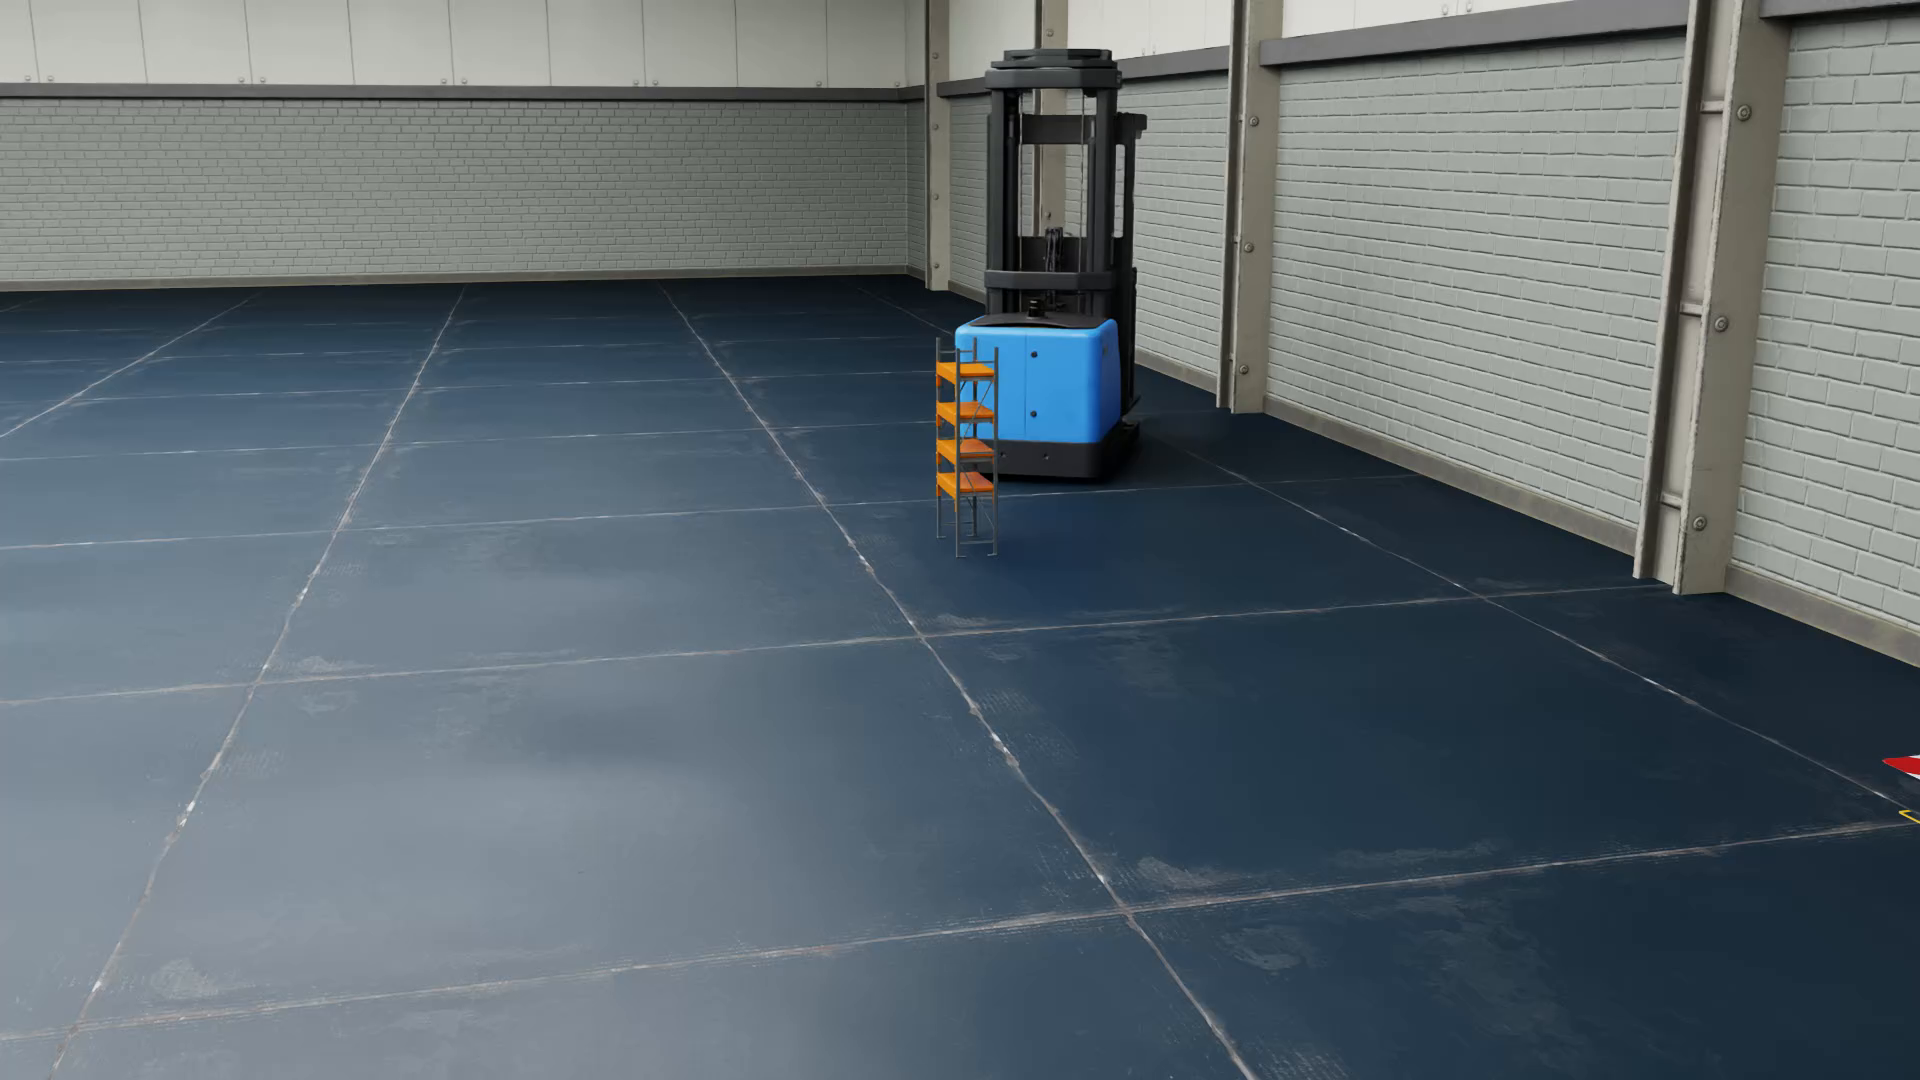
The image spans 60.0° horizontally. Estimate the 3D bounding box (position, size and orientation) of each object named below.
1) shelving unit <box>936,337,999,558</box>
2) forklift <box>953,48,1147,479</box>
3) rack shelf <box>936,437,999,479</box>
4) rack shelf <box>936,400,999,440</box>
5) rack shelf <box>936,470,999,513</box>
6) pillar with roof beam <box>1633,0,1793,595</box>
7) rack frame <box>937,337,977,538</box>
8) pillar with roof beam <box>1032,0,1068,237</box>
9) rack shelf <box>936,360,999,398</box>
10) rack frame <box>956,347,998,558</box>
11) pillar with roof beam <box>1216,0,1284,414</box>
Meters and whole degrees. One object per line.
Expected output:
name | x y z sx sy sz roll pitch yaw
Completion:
shelving unit | 0.039 -0.545 9.628 0.258 1.200 0.503 -3 14 -13
forklift | 0.791 -2.151 12.555 1.130 2.935 3.031 3 14 13
rack shelf | 0.039 -0.479 9.644 0.258 0.148 0.480 -3 14 -13
rack shelf | 0.039 -0.697 9.591 0.258 0.148 0.480 -3 14 -13
rack shelf | 0.039 -0.286 9.691 0.258 0.148 0.480 -3 14 -13
pillar with roof beam | -0.303 -3.897 6.918 9.100 9.000 0.400 -3 14 -13
rack frame | -0.018 -0.601 9.859 0.240 1.200 0.015 -3 14 -13
pillar with roof beam | -3.121 -6.665 18.249 9.100 9.000 0.400 -3 14 -13
rack shelf | 0.039 -0.926 9.535 0.258 0.148 0.480 -3 14 -13
rack frame | 0.096 -0.488 9.398 0.240 1.200 0.015 -3 14 -13
pillar with roof beam | -1.712 -5.281 12.583 9.100 9.000 0.400 -3 14 -13
